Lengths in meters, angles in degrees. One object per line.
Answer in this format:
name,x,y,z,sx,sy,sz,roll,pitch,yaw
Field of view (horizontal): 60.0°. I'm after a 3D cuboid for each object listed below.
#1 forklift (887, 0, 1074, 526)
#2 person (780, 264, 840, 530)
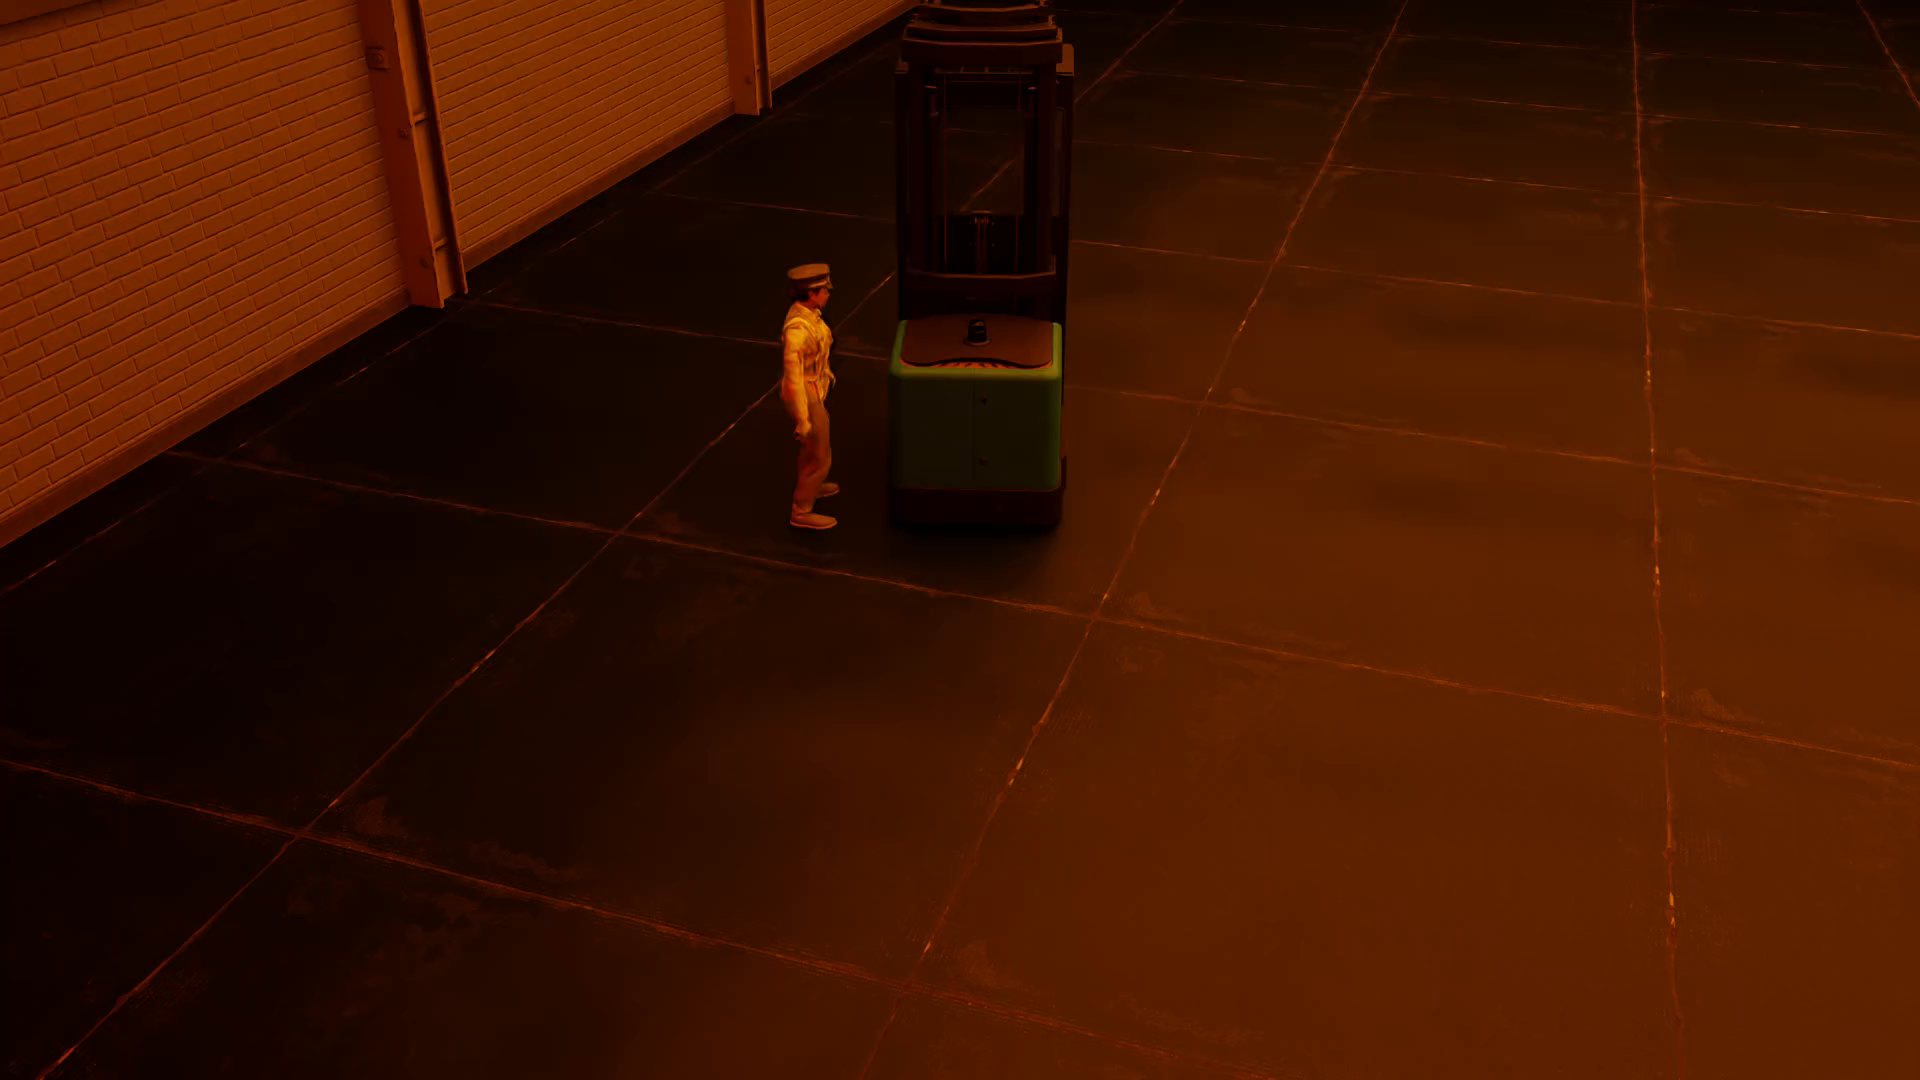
forklift,0.159,-2.056,10.743,1.130,2.935,3.031,1,30,3
person,-0.898,-0.866,9.960,0.336,1.645,0.715,1,30,1
